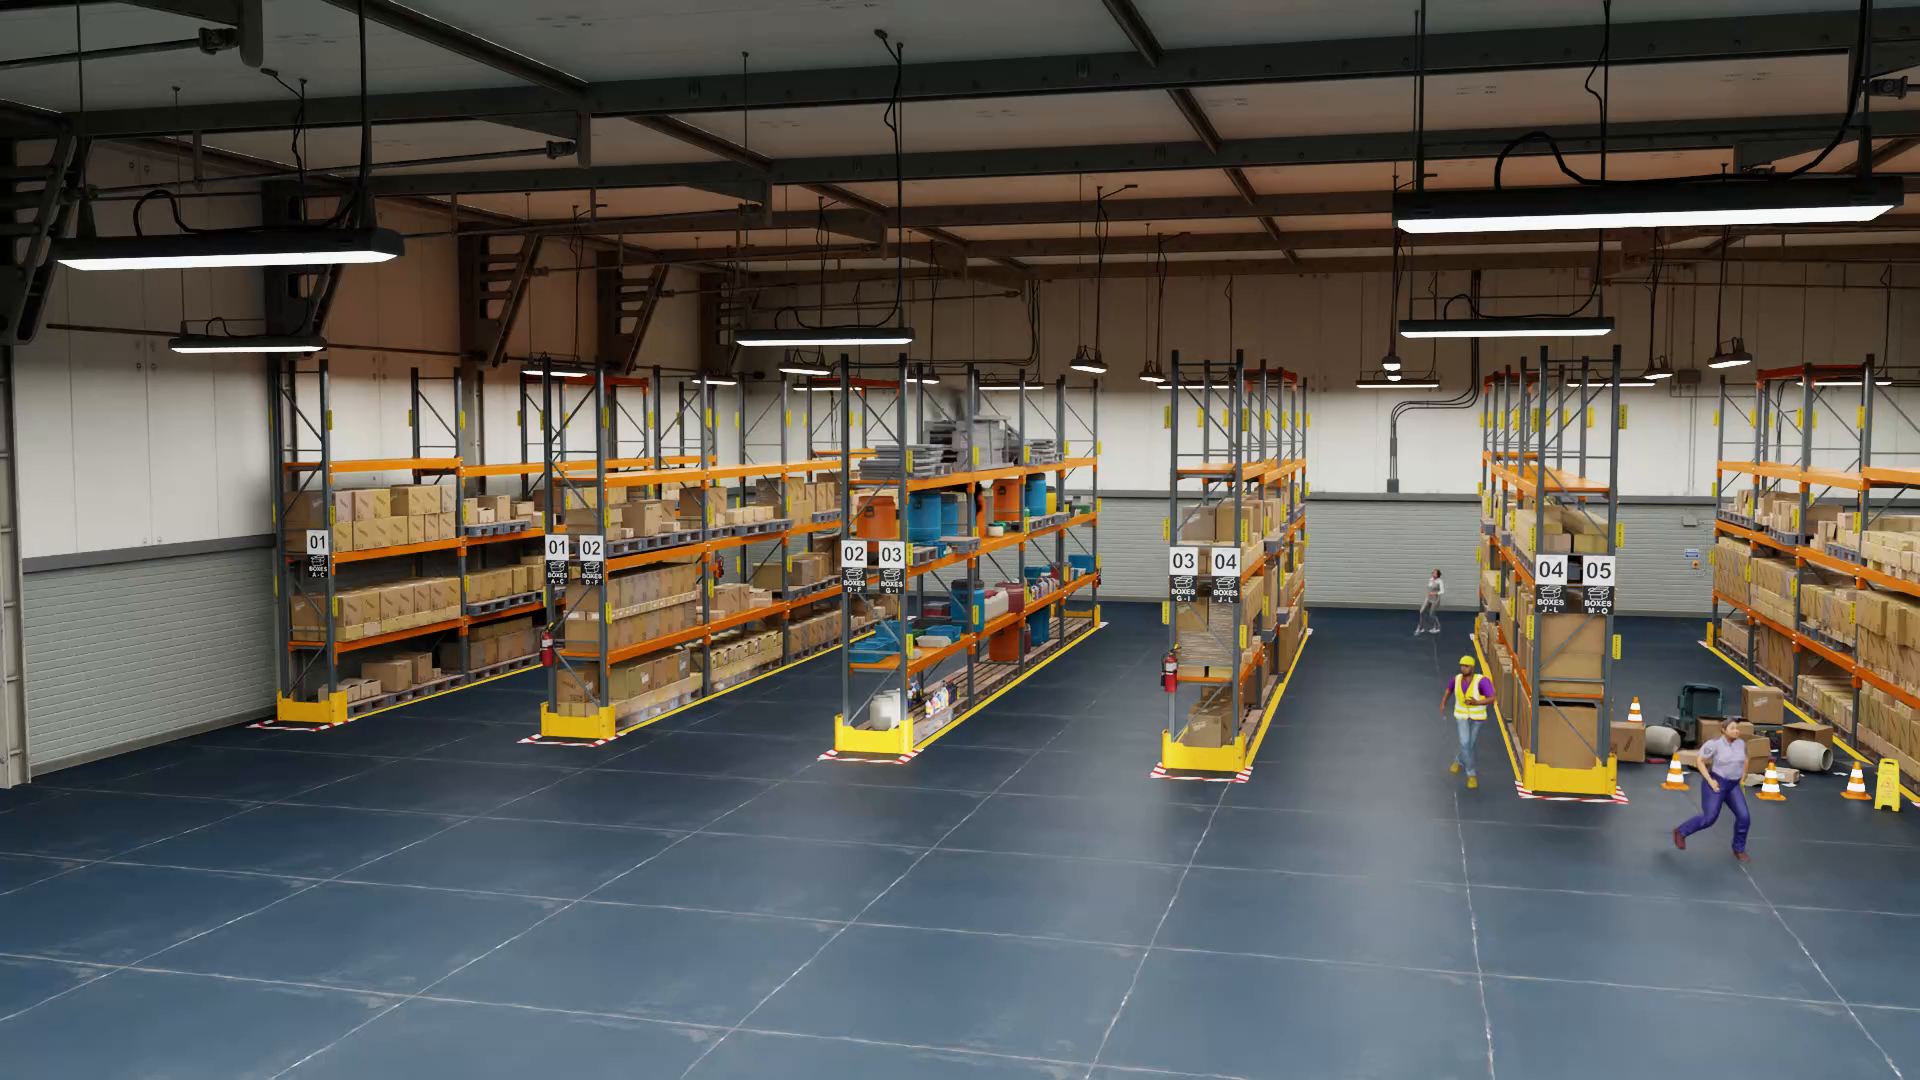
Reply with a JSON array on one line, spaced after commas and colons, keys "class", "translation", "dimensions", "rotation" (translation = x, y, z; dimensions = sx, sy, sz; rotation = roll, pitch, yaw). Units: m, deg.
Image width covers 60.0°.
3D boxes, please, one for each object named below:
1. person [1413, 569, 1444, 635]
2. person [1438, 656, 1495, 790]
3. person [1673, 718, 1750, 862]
[{"class": "person", "translation": [11.032, 1.448, 38.751], "dimensions": [0.672, 1.578, 0.638], "rotation": [-2, 5, -28]}, {"class": "person", "translation": [6.988, 2.484, 22.961], "dimensions": [0.765, 1.781, 0.850], "rotation": [1, 4, 20]}, {"class": "person", "translation": [8.699, 2.858, 19.074], "dimensions": [0.838, 1.653, 0.660], "rotation": [-1, 4, -17]}]
